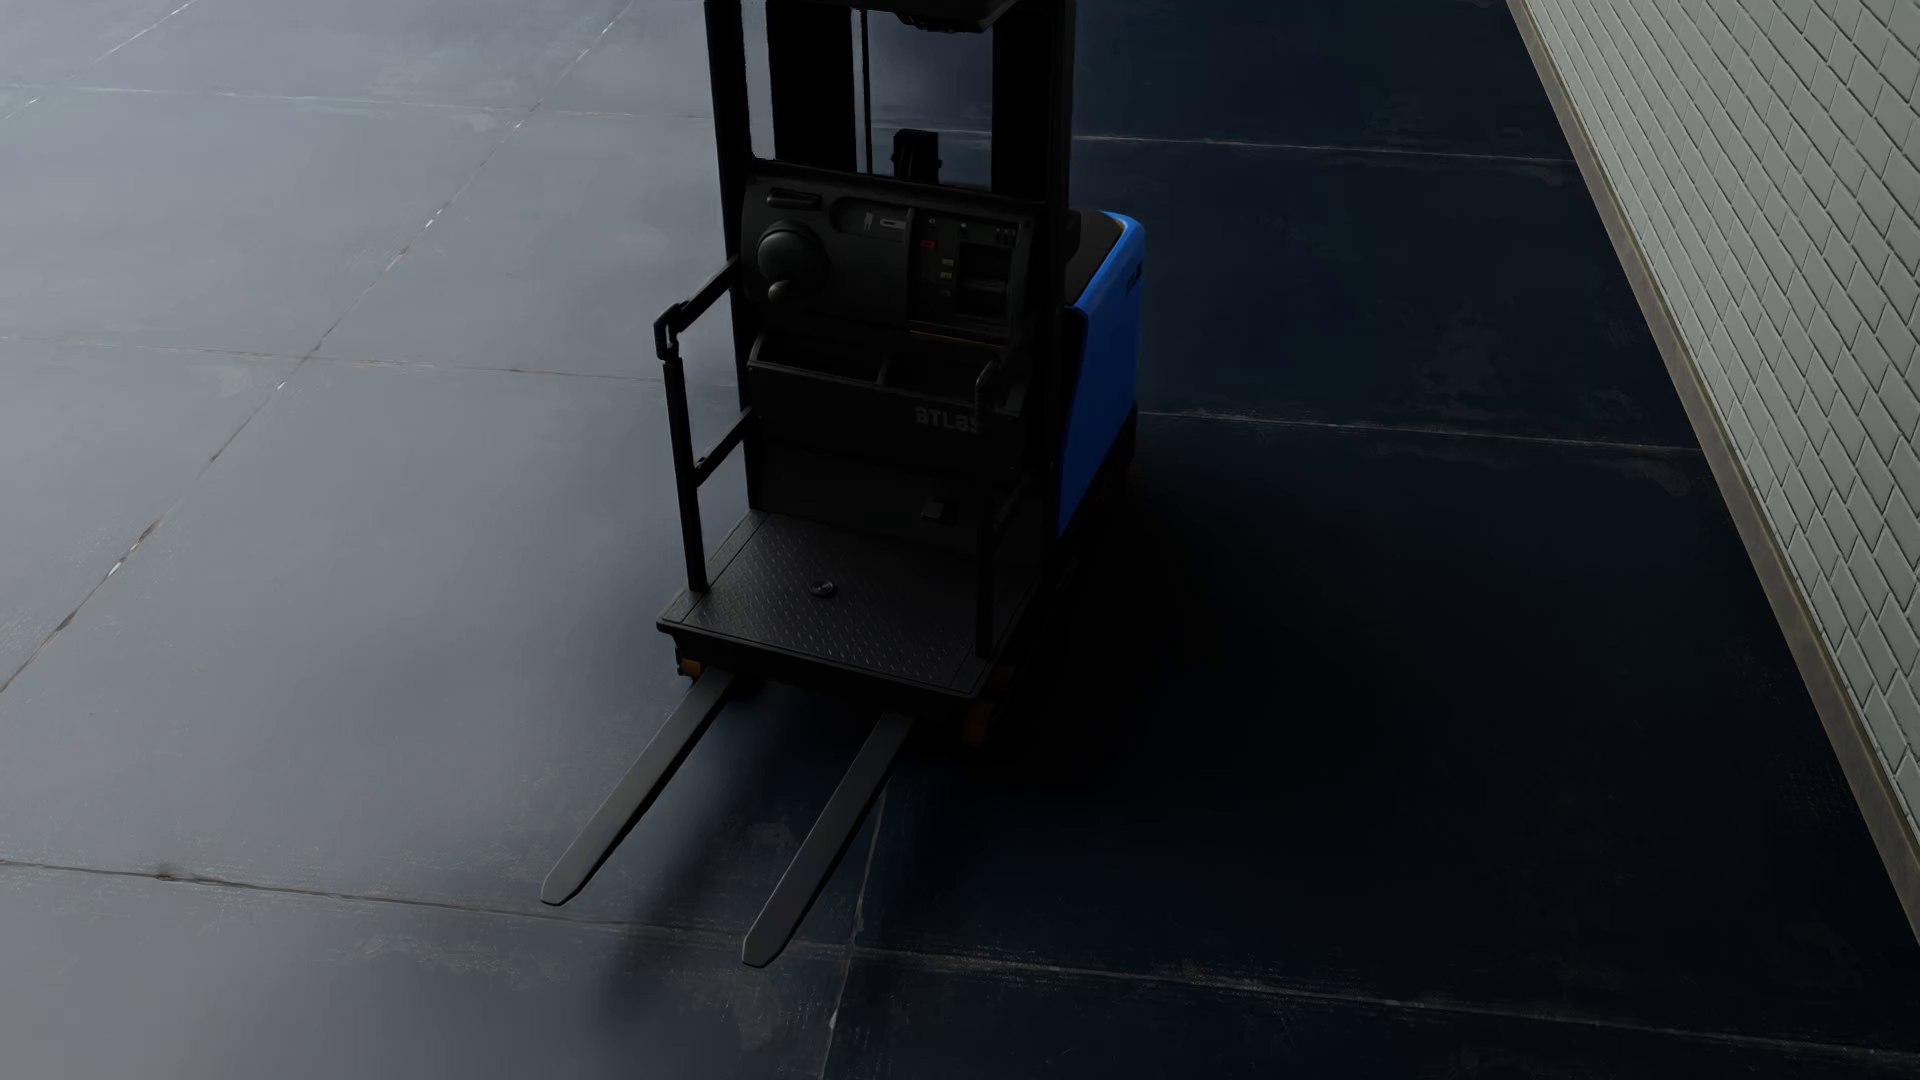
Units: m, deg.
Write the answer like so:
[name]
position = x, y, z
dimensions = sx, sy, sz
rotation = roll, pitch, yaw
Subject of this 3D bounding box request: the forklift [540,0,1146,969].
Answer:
[forklift]
position = -0.299, -0.793, 4.838
dimensions = 1.130, 2.935, 3.031
rotation = 12, 37, 16
